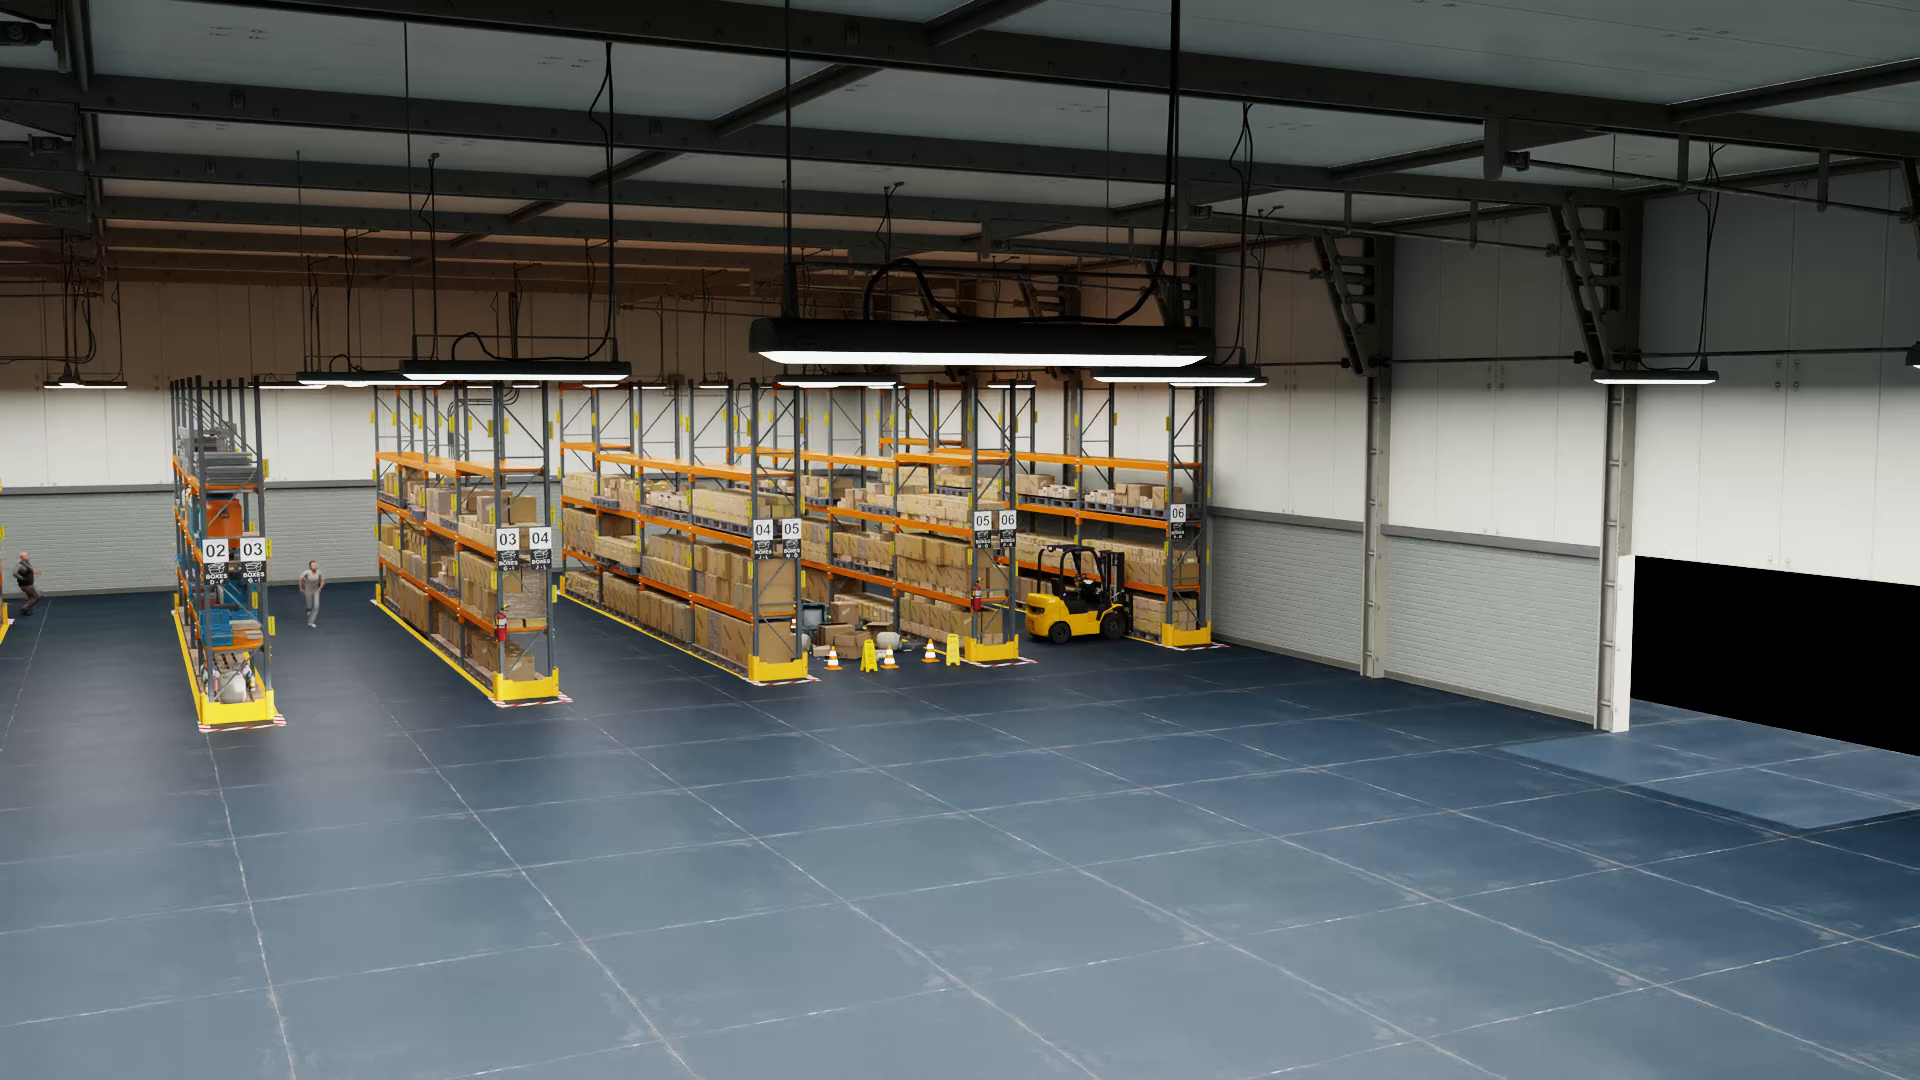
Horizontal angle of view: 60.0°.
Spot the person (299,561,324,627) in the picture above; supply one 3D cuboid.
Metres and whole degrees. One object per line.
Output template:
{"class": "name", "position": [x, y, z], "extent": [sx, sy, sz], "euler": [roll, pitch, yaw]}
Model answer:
{"class": "person", "position": [-15.920, 1.309, 40.824], "extent": [0.590, 1.627, 0.687], "euler": [-3, 6, -34]}

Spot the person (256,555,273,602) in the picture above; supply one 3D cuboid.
{"class": "person", "position": [-19.138, 0.845, 45.165], "extent": [0.916, 1.713, 0.685], "euler": [-1, 5, -16]}

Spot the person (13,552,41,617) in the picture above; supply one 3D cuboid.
{"class": "person", "position": [-23.754, 1.141, 42.394], "extent": [0.578, 1.666, 0.690], "euler": [-2, 5, -19]}
